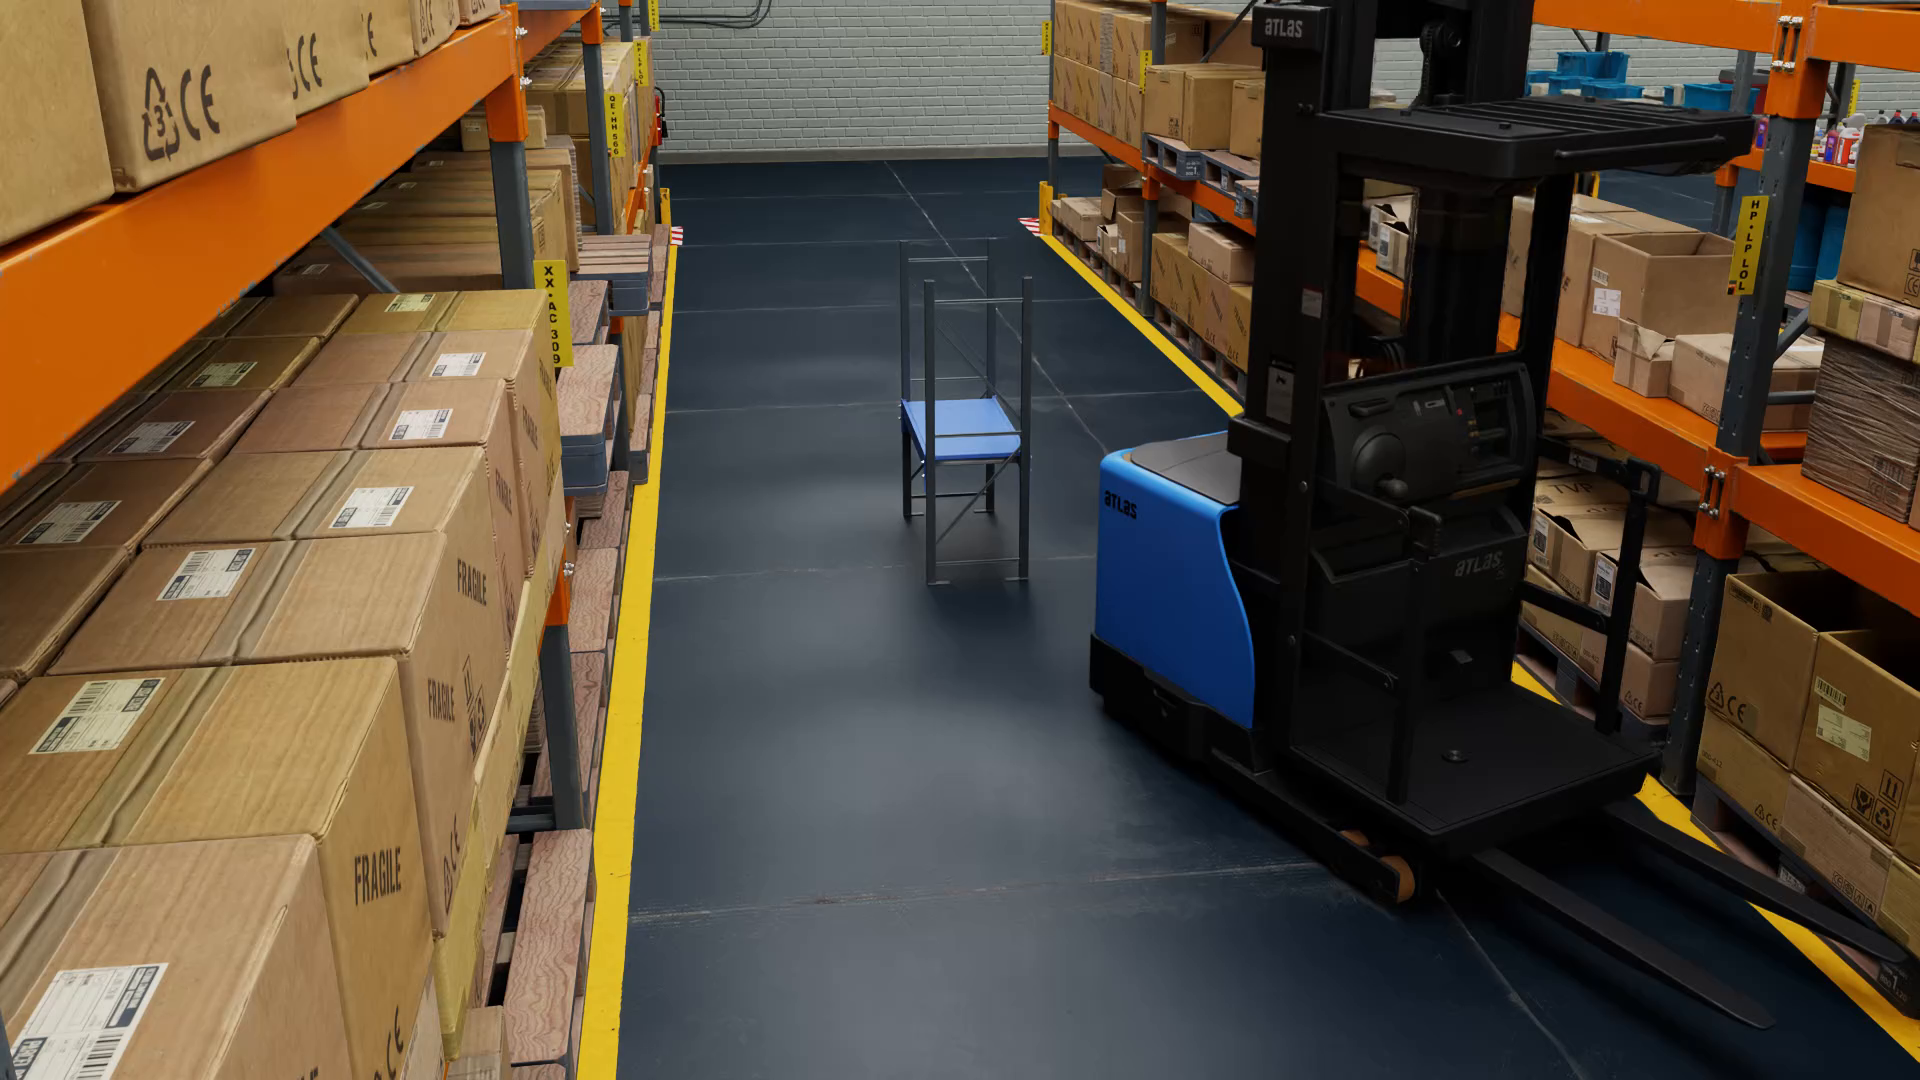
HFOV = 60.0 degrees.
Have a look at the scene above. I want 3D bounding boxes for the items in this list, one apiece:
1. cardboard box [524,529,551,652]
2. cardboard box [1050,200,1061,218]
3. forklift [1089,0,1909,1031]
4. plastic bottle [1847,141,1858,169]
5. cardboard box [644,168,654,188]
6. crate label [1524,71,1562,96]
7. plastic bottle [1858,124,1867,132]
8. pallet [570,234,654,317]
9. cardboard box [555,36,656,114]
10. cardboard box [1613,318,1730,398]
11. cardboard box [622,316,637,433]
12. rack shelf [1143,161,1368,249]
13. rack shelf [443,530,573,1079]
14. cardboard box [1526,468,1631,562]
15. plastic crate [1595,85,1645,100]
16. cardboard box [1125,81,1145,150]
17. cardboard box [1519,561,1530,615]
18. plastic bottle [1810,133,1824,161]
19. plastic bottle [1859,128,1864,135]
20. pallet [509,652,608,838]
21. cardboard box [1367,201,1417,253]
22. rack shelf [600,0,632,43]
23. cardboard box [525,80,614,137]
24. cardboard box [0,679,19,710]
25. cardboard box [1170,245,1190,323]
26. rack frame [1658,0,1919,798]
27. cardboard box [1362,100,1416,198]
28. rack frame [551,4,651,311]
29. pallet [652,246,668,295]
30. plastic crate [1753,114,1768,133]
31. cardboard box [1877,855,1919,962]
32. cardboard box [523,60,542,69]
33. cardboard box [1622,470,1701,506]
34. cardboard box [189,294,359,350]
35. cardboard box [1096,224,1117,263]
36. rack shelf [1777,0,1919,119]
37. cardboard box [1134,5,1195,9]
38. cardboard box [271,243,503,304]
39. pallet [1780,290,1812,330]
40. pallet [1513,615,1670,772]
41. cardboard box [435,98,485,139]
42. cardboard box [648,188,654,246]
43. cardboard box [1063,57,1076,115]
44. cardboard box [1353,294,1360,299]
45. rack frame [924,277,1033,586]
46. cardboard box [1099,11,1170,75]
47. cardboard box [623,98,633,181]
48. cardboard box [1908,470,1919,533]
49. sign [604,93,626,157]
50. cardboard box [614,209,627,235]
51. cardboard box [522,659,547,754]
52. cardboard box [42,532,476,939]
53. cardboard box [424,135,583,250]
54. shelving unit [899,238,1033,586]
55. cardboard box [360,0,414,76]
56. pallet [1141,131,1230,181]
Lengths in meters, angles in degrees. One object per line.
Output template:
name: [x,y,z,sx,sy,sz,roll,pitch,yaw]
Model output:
cardboard box: [-1.332,0.138,4.246,0.500,0.250,0.500,-3,21,-8]
cardboard box: [1.128,-3.359,16.868,0.380,0.149,0.250,-3,21,-8]
forklift: [1.711,-0.351,5.466,1.130,2.935,3.031,-11,23,-28]
plastic bottle: [6.699,-2.879,12.423,0.097,0.201,0.097,0,20,0]
cardboard box: [-3.058,-3.368,15.492,0.380,0.149,0.250,-2,21,-6]
crate label: [6.019,-4.747,17.291,0.416,0.233,0.303,-3,21,-8]
plastic bottle: [7.307,-3.262,13.447,0.097,0.201,0.097,0,20,0]
pallet: [-2.133,-1.298,8.179,1.213,0.211,1.003,-3,21,-8]
cardboard box: [-3.411,-4.364,15.684,0.980,0.700,0.700,-2,21,-5]
cardboard box: [2.829,-0.728,6.570,0.396,0.266,0.258,-3,21,-9]
cardboard box: [-2.317,-1.080,9.794,0.750,0.750,0.750,-3,21,-8]
rack shelf: [2.272,-2.236,11.444,1.077,0.370,4.000,-3,21,-8]
rack shelf: [-1.476,0.785,3.356,1.077,0.370,4.000,-3,21,-8]
cardboard box: [2.644,-0.146,7.347,0.500,0.311,0.500,-3,21,-8]
plastic crate: [6.252,-4.187,15.793,0.416,0.233,0.300,-3,21,-8]
cardboard box: [1.658,-3.473,13.584,0.500,0.500,0.500,-3,21,-7]
cardboard box: [2.645,0.114,7.453,0.500,0.250,0.500,-2,21,-7]
plastic bottle: [6.632,-3.040,12.851,0.097,0.201,0.097,0,20,0]
plastic bottle: [6.860,-2.964,12.541,0.152,0.276,0.135,-3,21,-8]
pallet: [-1.878,0.792,6.293,1.003,0.211,1.213,-3,21,-8]
cardboard box: [2.570,-1.711,9.137,0.500,0.311,0.500,-2,21,-4]
rack shelf: [-2.629,-3.390,10.247,1.077,0.370,4.000,-3,21,-8]
cardboard box: [-2.155,-2.357,9.070,0.500,0.250,0.500,-2,21,-6]
cardboard box: [-1.529,0.523,2.144,0.500,0.500,0.500,-3,21,-7]
cardboard box: [1.900,-1.937,12.559,0.500,0.500,0.500,-3,21,-7]
rack frame: [3.137,-0.496,5.756,1.000,3.000,0.127,-3,21,-8]
cardboard box: [2.358,-2.337,9.942,0.700,0.500,0.500,-10,23,-26]
rack frame: [-2.918,-3.014,12.500,1.000,3.000,0.127,-3,21,-8]
pallet: [-3.129,-2.399,14.837,1.003,0.211,1.213,-3,21,-8]
plastic crate: [6.960,-3.587,14.324,0.396,0.136,0.243,-3,21,-8]
cardboard box: [3.038,1.118,4.765,0.500,0.250,0.500,-3,21,-8]
cardboard box: [-2.879,-2.854,10.402,0.500,0.250,0.500,-3,21,-9]
cardboard box: [3.181,-0.175,7.427,0.500,0.311,0.500,-4,21,-10]
cardboard box: [-1.903,-0.362,4.512,0.500,0.500,0.500,-3,21,-9]
cardboard box: [1.513,-2.655,14.751,0.500,0.311,0.500,-3,21,-8]
rack shelf: [3.425,-0.871,3.503,1.077,0.370,4.000,-3,21,-8]
cardboard box: [1.897,-4.671,15.364,0.500,0.500,0.500,-2,21,-6]
cardboard box: [-1.804,-0.675,5.466,0.700,0.500,0.500,-3,21,-8]
pallet: [6.956,-1.939,13.605,1.003,0.211,1.213,-3,21,-8]
pallet: [2.992,0.557,6.922,1.003,0.211,1.213,-3,21,-8]
cardboard box: [-2.663,-2.320,8.973,0.500,0.250,0.500,-2,21,-6]
cardboard box: [-3.222,-3.015,15.473,0.700,0.500,0.500,-3,21,-8]
cardboard box: [1.290,-4.352,15.939,0.500,0.500,0.500,-3,21,-8]
cardboard box: [2.629,-1.443,11.236,0.500,0.500,0.500,-3,21,-8]
rack frame: [0.086,-0.497,7.903,0.500,1.500,0.032,-3,21,-8]
cardboard box: [1.506,-4.295,14.356,0.500,0.500,0.500,-3,21,-7]
cardboard box: [-2.377,-2.540,10.632,0.500,0.500,0.500,-2,21,-6]
cardboard box: [3.290,-0.207,4.840,0.700,0.500,0.500,-3,21,-8]
sign: [-1.805,-2.165,8.685,0.100,0.325,0.005,-3,21,-8]
cardboard box: [-2.141,-1.831,9.662,0.380,0.149,0.250,-2,21,-6]
cardboard box: [-1.887,0.466,6.124,0.700,0.500,0.500,-2,21,-6]
cardboard box: [-1.089,0.319,2.690,0.500,0.500,0.500,-4,21,-10]
cardboard box: [-2.263,-1.720,8.263,0.700,0.500,0.500,-5,21,-14]
shelving unit: [0.012,-0.673,8.375,0.538,1.500,1.048,-3,21,-8]
cardboard box: [-1.208,-1.001,2.651,0.500,0.500,0.500,-2,21,-4]
pallet: [1.991,-2.894,12.451,1.003,0.211,1.213,-3,21,-8]
